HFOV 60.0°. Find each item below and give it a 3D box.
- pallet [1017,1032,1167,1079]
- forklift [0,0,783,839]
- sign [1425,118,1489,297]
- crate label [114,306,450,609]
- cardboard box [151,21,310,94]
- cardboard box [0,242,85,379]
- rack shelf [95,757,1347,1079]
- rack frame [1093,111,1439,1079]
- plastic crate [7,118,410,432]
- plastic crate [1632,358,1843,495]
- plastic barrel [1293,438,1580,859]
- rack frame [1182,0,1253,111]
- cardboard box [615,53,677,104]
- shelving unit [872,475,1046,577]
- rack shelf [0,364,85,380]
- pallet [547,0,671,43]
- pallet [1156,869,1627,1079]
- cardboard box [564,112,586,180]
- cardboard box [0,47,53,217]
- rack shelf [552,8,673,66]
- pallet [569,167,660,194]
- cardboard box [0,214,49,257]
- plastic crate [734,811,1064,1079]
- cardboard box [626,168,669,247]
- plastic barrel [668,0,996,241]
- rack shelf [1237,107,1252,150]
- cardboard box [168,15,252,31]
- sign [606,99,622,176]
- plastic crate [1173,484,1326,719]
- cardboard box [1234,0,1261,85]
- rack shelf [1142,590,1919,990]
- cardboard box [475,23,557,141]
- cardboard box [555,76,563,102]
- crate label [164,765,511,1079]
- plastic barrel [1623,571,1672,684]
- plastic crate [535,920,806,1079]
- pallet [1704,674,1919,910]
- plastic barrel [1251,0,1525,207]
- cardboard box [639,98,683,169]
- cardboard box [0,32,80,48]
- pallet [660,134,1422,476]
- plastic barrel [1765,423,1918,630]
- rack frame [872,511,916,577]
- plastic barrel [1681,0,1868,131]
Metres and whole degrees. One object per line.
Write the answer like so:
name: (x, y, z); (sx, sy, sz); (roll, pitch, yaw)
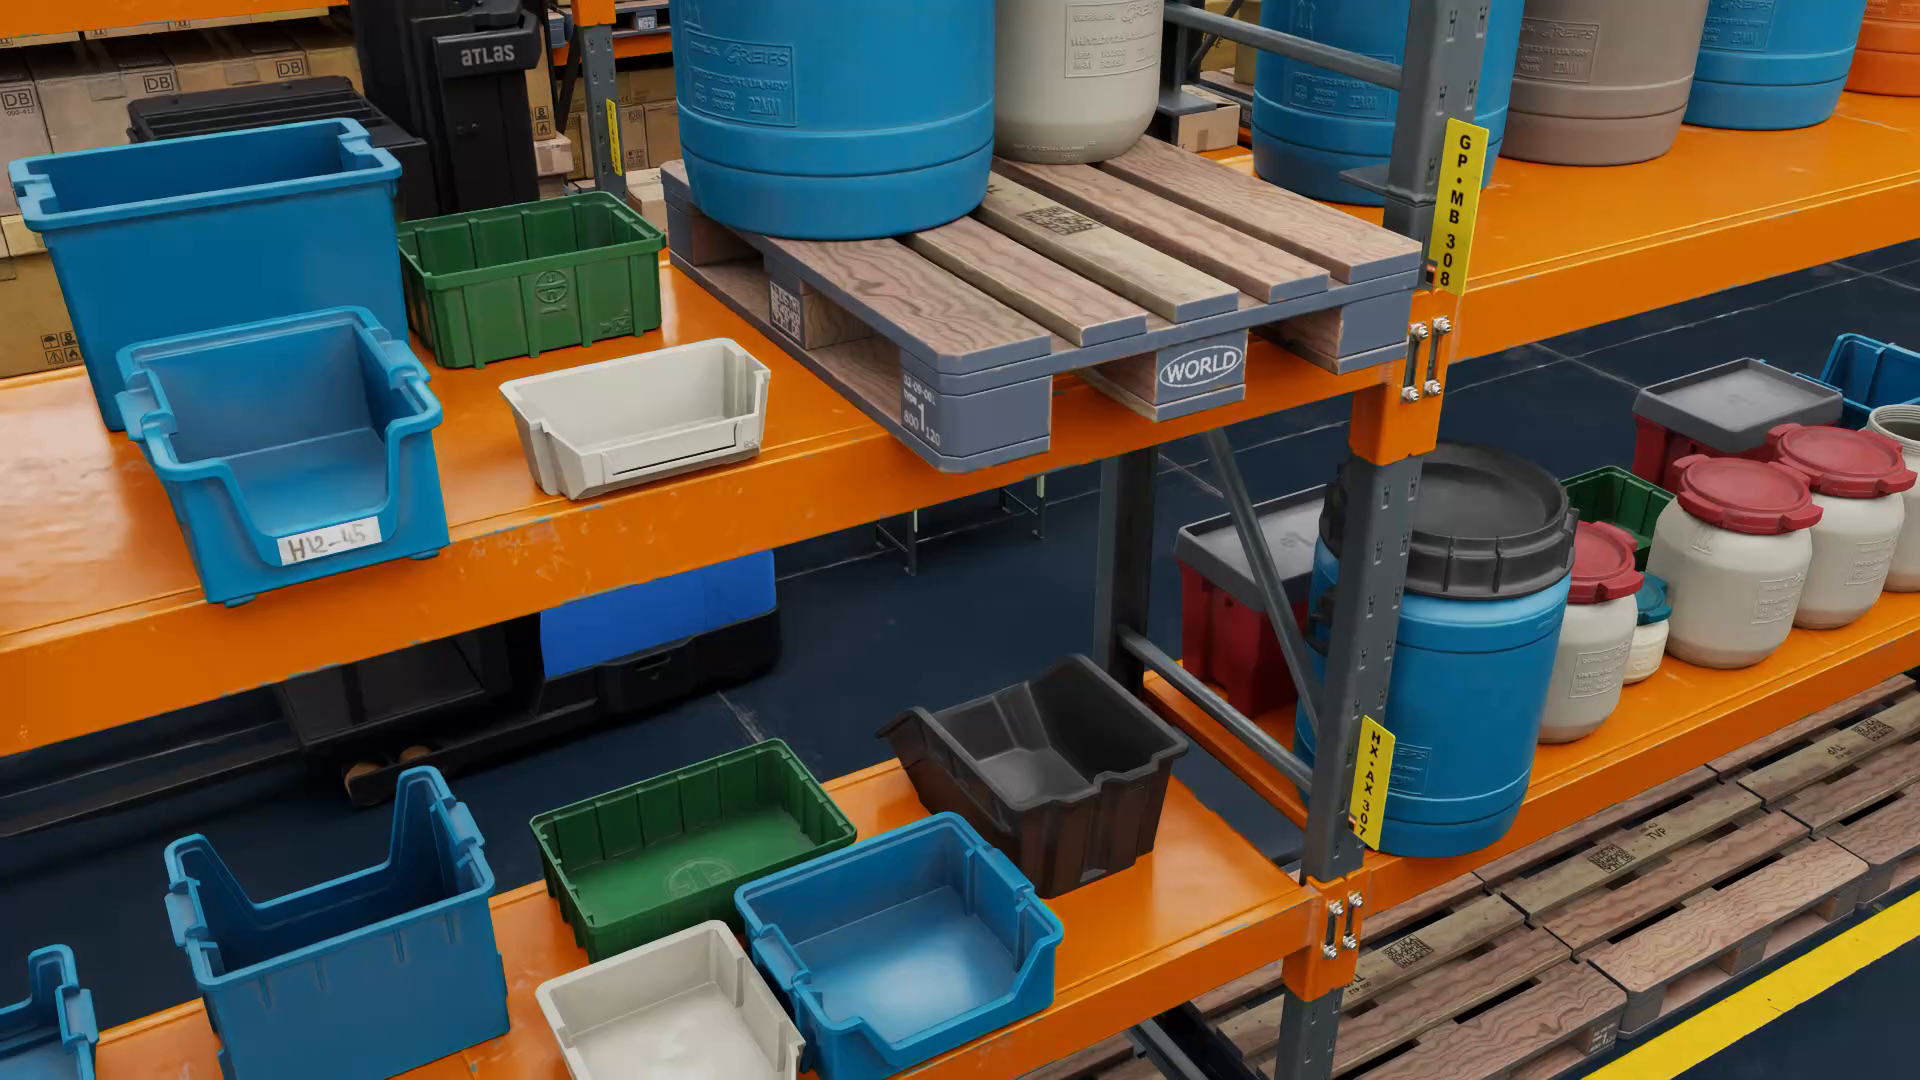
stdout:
pallet: (0.079, 1.820, 4.734); (1.213, 0.211, 1.003); (-16, 33, -26)
forklift: (-2.296, -0.554, 6.220); (3.031, 2.935, 1.130); (-17, 33, -27)
sign: (0.948, -0.633, 3.180); (0.005, 0.325, 0.100); (-16, 33, -26)
crate label: (-0.988, -0.138, 2.445); (0.408, 0.251, 0.502); (-16, 33, -26)
cardboard box: (-3.074, -1.867, 7.082); (0.500, 0.500, 0.700); (-16, 33, -26)
cardboard box: (-3.985, -1.036, 6.919); (0.500, 0.500, 0.700); (-16, 33, -26)
rack shelf: (-1.045, 1.256, 3.613); (4.000, 0.370, 1.077); (-16, 33, -26)
rack frame: (0.679, 0.452, 4.327); (0.127, 3.000, 1.000); (-16, 33, -26)
plastic crate: (-1.278, -0.467, 2.905); (0.575, 0.384, 0.392); (-16, 33, -26)
plastic crate: (2.580, -0.287, 5.600); (0.583, 0.464, 0.402); (-16, 33, -26)
plastic barrel: (1.166, 0.264, 4.148); (0.708, 0.901, 0.600); (-16, 33, -26)
rack frame: (1.622, -2.592, 9.842); (0.127, 3.000, 1.000); (-16, 33, -26)
cardboard box: (-2.450, -3.642, 13.100); (0.500, 0.250, 0.500); (-16, 33, -27)
shelving unit: (-0.006, -0.655, 7.885); (0.755, 1.500, 0.431); (-16, 33, -26)
rack shelf: (-3.551, -0.808, 7.354); (4.000, 0.370, 1.077); (-16, 33, -26)
pallet: (-2.577, -4.069, 12.717); (1.213, 0.211, 1.003); (-16, 33, -26)
pallet: (1.337, 1.464, 5.378); (1.213, 0.211, 1.003); (-16, 33, -26)
cardboard box: (-3.294, -3.108, 12.909); (0.500, 0.500, 0.700); (-17, 33, -27)
cardboard box: (-3.936, -1.622, 6.638); (0.500, 0.500, 0.700); (-16, 33, -26)
rack shelf: (-2.616, -3.850, 12.866); (4.000, 0.370, 1.077); (-16, 33, -26)
pallet: (-2.616, -2.946, 13.370); (1.213, 0.211, 1.003); (-16, 33, -26)
cardboard box: (-3.719, -1.284, 6.697); (0.250, 0.149, 0.380); (-16, 33, -27)
plastic crate: (-0.137, 0.901, 3.667); (0.616, 0.251, 0.499); (-16, 33, -26)
cardboard box: (-1.425, -1.686, 8.355); (0.500, 0.250, 0.500); (-14, 32, -23)
plastic barrel: (-0.233, -1.066, 3.019); (0.708, 0.901, 0.600); (-16, 33, -26)
rack shelf: (3.346, -2.766, 10.903); (4.000, 0.370, 1.077); (-16, 33, -26)
cardboard box: (-5.018, -3.578, 10.986); (0.500, 0.500, 0.500); (-16, 33, -27)
sign: (-1.545, -1.795, 7.421); (0.005, 0.325, 0.100); (-16, 33, -26)
plastic crate: (0.942, 0.178, 4.757); (0.583, 0.464, 0.402); (-16, 33, -26)
cardboard box: (2.107, -3.020, 10.080); (0.700, 0.500, 0.500); (22, 36, 34)
rack shelf: (2.404, 0.277, 5.388); (4.000, 0.370, 1.077); (-16, 33, -26)
cardboard box: (-2.206, -2.113, 7.528); (0.500, 0.500, 0.700); (-16, 33, -26)
cardboard box: (-3.336, -3.398, 12.659); (0.500, 0.250, 0.500); (-17, 33, -27)
crate label: (-1.320, 0.852, 3.565); (0.616, 0.435, 0.502); (-16, 33, -26)
plastic barrel: (1.898, 0.252, 4.831); (0.301, 0.262, 0.301); (0, 29, 0)
plastic crate: (-0.592, 1.070, 3.479); (0.437, 0.136, 0.530); (-16, 33, -26)
pallet: (3.440, 0.867, 6.460); (1.213, 0.211, 1.003); (-16, 33, -26)
plastic barrel: (1.008, -1.296, 3.870); (0.708, 0.901, 0.600); (-16, 33, -26)
cardboard box: (-2.403, -3.344, 13.336); (0.500, 0.500, 0.700); (-16, 33, -27)
cardboard box: (-5.906, -3.331, 10.540); (0.500, 0.500, 0.500); (-15, 32, -25)
pallet: (0.107, -0.561, 3.254); (1.003, 0.211, 1.213); (-16, 33, -26)
plastic barrel: (2.621, -0.036, 5.070); (0.433, 0.535, 0.433); (0, 29, 0)
rack frame: (-0.321, -0.565, 7.722); (0.023, 1.500, 0.400); (-16, 33, -26)
plastic barrel: (2.135, -1.616, 4.450); (0.708, 0.901, 0.600); (-16, 33, -26)
